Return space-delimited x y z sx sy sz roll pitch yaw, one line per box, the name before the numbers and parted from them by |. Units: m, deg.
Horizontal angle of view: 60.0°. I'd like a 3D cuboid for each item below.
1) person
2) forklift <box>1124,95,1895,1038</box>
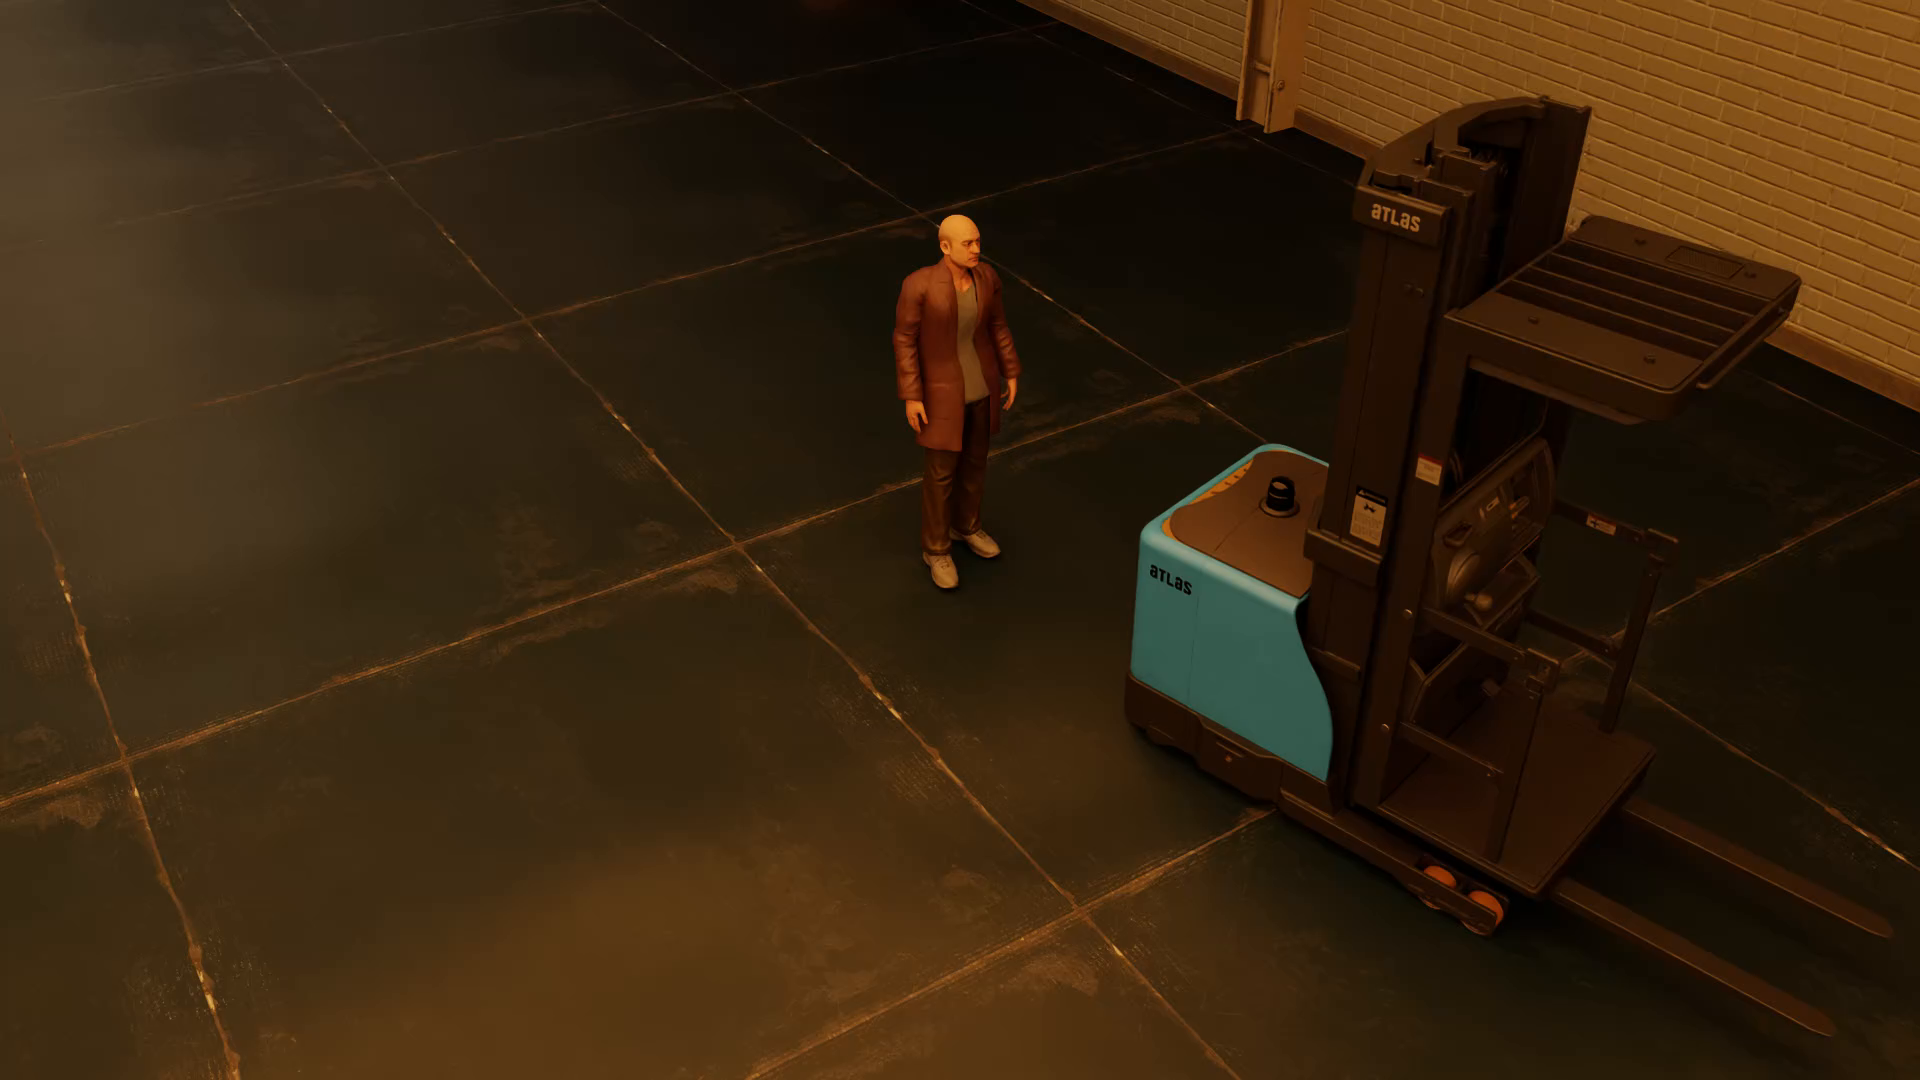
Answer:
person | 0.047 -0.688 8.117 0.698 1.778 0.579 -21 40 -27
forklift | 2.163 -0.002 6.151 3.031 2.935 1.130 28 44 33
